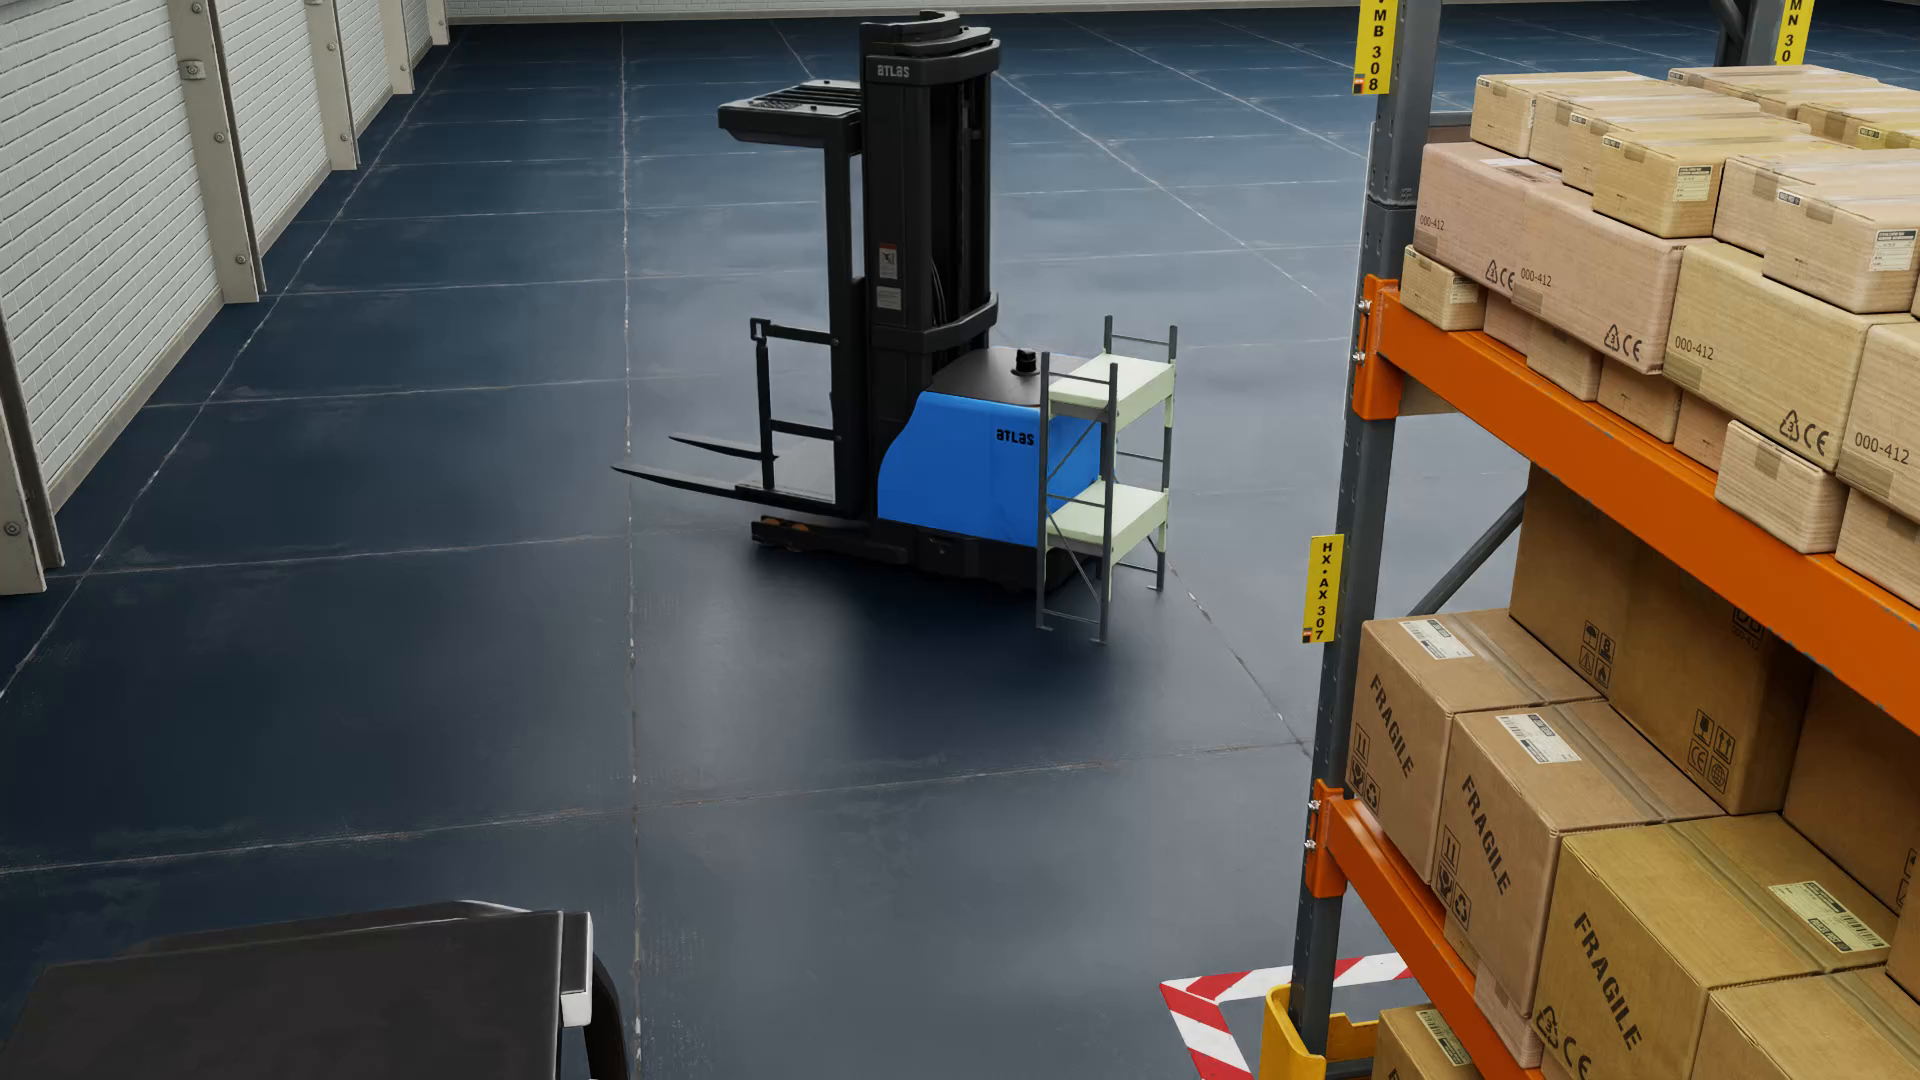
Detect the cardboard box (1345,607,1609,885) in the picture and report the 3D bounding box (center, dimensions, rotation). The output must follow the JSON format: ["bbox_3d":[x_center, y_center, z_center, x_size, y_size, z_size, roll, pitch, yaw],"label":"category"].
[{"bbox_3d":[1.356,0.518,4.319,0.500,0.500,0.500,-5,24,-11],"label":"cardboard box"}]

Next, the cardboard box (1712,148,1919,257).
[{"bbox_3d":[1.568,-0.581,2.902,0.380,0.149,0.250,-4,24,-10],"label":"cardboard box"}]

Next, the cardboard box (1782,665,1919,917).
[{"bbox_3d":[2.132,0.431,3.270,0.700,0.500,0.500,-5,24,-10],"label":"cardboard box"}]

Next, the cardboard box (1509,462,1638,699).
[{"bbox_3d":[1.850,0.038,4.169,0.700,0.500,0.500,-5,24,-11],"label":"cardboard box"}]

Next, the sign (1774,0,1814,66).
[{"bbox_3d":[2.090,-1.320,4.171,0.100,0.325,0.005,-4,24,-10],"label":"sign"}]

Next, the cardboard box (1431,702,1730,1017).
[{"bbox_3d":[1.455,0.722,3.853,0.500,0.500,0.500,-4,24,-8],"label":"cardboard box"}]

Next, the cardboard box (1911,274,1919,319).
[{"bbox_3d":[1.657,-0.376,2.432,0.380,0.149,0.250,-4,24,-9],"label":"cardboard box"}]

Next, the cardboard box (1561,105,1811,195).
[{"bbox_3d":[1.454,-0.776,3.348,0.380,0.149,0.250,-4,24,-10],"label":"cardboard box"}]

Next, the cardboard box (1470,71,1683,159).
[{"bbox_3d":[1.407,-0.976,3.808,0.380,0.149,0.250,-4,24,-10],"label":"cardboard box"}]

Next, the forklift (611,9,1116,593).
[{"bbox_3d":[-0.644,-1.446,9.398,3.031,2.935,1.130,11,26,23],"label":"forklift"}]

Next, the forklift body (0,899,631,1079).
[{"bbox_3d":[-1.193,1.862,2.799,2.313,2.155,1.214,-4,24,-10],"label":"forklift body"}]

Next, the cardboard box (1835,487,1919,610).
[{"bbox_3d":[1.615,-0.003,2.575,0.380,0.149,0.250,-5,24,-11],"label":"cardboard box"}]

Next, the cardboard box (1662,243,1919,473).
[{"bbox_3d":[1.576,-0.331,2.828,0.500,0.250,0.500,-4,24,-8],"label":"cardboard box"}]

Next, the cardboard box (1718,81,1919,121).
[{"bbox_3d":[1.904,-0.916,3.669,0.380,0.149,0.250,-4,24,-9],"label":"cardboard box"}]

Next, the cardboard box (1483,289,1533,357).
[{"bbox_3d":[1.420,-0.515,3.747,0.380,0.149,0.250,-5,24,-11],"label":"cardboard box"}]

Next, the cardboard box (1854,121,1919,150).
[{"bbox_3d":[1.965,-0.713,3.205,0.380,0.149,0.250,-4,24,-9],"label":"cardboard box"}]

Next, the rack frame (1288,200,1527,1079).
[{"bbox_3d":[1.541,0.494,4.872,1.000,3.000,0.127,-4,24,-10],"label":"rack frame"}]

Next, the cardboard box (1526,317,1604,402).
[{"bbox_3d":[1.435,-0.408,3.503,0.380,0.149,0.250,-4,24,-8],"label":"cardboard box"}]

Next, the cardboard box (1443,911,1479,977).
[{"bbox_3d":[1.431,0.966,4.104,0.380,0.149,0.250,-5,24,-11],"label":"cardboard box"}]

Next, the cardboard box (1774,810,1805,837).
[{"bbox_3d":[2.001,0.702,3.899,0.500,0.500,0.500,-4,24,-10],"label":"cardboard box"}]

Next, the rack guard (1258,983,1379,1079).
[{"bbox_3d":[1.555,1.669,5.304,1.175,0.500,0.348,-4,24,-10],"label":"rack guard"}]

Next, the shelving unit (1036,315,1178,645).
[{"bbox_3d":[0.756,-0.320,8.610,0.431,1.500,0.755,13,27,27],"label":"shelving unit"}]

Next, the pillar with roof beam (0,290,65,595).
[{"bbox_3d":[-0.972,-4.225,8.180,9.100,9.000,0.400,-4,24,-10],"label":"pillar with roof beam"}]

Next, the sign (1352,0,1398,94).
[{"bbox_3d":[1.008,-1.241,4.005,0.100,0.325,0.005,-4,24,-10],"label":"sign"}]

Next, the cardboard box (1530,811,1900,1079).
[{"bbox_3d":[1.551,0.922,3.394,0.500,0.500,0.500,-5,24,-11],"label":"cardboard box"}]

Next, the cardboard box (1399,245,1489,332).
[{"bbox_3d":[1.284,-0.611,3.968,0.380,0.149,0.250,-4,24,-10],"label":"cardboard box"}]

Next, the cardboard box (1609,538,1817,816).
[{"bbox_3d":[1.937,0.238,3.712,0.700,0.500,0.500,-4,24,-9],"label":"cardboard box"}]

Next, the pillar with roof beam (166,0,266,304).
[{"bbox_3d":[-2.081,-6.585,13.584,9.100,9.000,0.400,-4,24,-10],"label":"pillar with roof beam"}]

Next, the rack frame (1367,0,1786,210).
[{"bbox_3d":[1.541,-2.256,3.671,1.000,3.000,0.127,-4,24,-10],"label":"rack frame"}]

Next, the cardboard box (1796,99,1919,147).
[{"bbox_3d":[1.969,-0.817,3.442,0.380,0.149,0.250,-5,24,-10],"label":"cardboard box"}]

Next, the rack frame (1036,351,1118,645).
[{"bbox_3d":[0.576,-0.193,8.318,0.400,1.500,0.023,13,27,27],"label":"rack frame"}]

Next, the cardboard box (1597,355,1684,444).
[{"bbox_3d":[1.505,-0.312,3.284,0.380,0.149,0.250,-4,24,-10],"label":"cardboard box"}]

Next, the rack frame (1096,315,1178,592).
[{"bbox_3d":[0.936,-0.448,8.902,0.400,1.500,0.023,13,27,27],"label":"rack frame"}]

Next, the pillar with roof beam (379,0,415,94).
[{"bbox_3d":[-4.300,-11.305,24.391,9.100,9.000,0.400,-4,24,-10],"label":"pillar with roof beam"}]

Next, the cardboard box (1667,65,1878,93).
[{"bbox_3d":[1.894,-1.020,3.908,0.380,0.149,0.250,-4,24,-9],"label":"cardboard box"}]

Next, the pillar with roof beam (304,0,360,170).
[{"bbox_3d":[-3.191,-8.945,18.988,9.100,9.000,0.400,-4,24,-10],"label":"pillar with roof beam"}]

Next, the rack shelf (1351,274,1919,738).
[{"bbox_3d":[1.911,0.235,2.614,1.077,0.370,4.000,-4,24,-10],"label":"rack shelf"}]

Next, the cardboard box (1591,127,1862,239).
[{"bbox_3d":[1.428,-0.671,3.109,0.380,0.149,0.250,-4,24,-10],"label":"cardboard box"}]

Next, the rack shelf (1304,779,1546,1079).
[{"bbox_3d":[1.911,1.610,3.215,1.077,0.370,4.000,-4,24,-10],"label":"rack shelf"}]

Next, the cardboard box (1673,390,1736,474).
[{"bbox_3d":[1.558,-0.208,3.045,0.380,0.149,0.250,-5,24,-11],"label":"cardboard box"}]

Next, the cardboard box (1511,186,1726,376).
[{"bbox_3d":[1.456,-0.532,3.289,0.500,0.250,0.500,-5,24,-11],"label":"cardboard box"}]

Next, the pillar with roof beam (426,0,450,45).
[{"bbox_3d":[-5.410,-13.665,29.795,9.100,9.000,0.400,-4,24,-10],"label":"pillar with roof beam"}]

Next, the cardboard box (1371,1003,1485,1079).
[{"bbox_3d":[1.424,1.565,4.394,0.500,0.500,0.500,-5,24,-12],"label":"cardboard box"}]

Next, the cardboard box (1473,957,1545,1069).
[{"bbox_3d":[1.432,1.069,3.867,0.380,0.149,0.250,-4,24,-9],"label":"cardboard box"}]

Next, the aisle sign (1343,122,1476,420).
[{"bbox_3d":[1.225,-0.699,4.355,0.394,0.787,0.004,-4,24,-10],"label":"aisle sign"}]

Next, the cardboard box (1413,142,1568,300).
[{"bbox_3d":[1.372,-0.731,3.744,0.500,0.250,0.500,-5,24,-11],"label":"cardboard box"}]

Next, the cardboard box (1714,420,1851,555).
[{"bbox_3d":[1.526,-0.103,2.805,0.380,0.149,0.250,-4,24,-9],"label":"cardboard box"}]

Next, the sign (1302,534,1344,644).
[{"bbox_3d":[1.008,0.137,4.607,0.100,0.325,0.005,-4,24,-10],"label":"sign"}]

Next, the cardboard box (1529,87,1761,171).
[{"bbox_3d":[1.469,-0.878,3.583,0.380,0.149,0.250,-4,24,-10],"label":"cardboard box"}]

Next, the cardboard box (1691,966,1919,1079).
[{"bbox_3d":[1.653,1.122,2.938,0.500,0.500,0.500,-5,24,-11],"label":"cardboard box"}]

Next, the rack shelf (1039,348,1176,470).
[{"bbox_3d":[0.756,-0.678,8.454,0.431,0.370,0.720,13,27,27],"label":"rack shelf"}]

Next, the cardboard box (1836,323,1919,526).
[{"bbox_3d":[1.651,-0.128,2.363,0.500,0.250,0.500,-4,24,-9],"label":"cardboard box"}]

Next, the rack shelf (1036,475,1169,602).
[{"bbox_3d":[0.756,-0.022,8.740,0.431,0.370,0.720,13,27,27],"label":"rack shelf"}]

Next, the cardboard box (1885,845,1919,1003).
[{"bbox_3d":[2.088,0.637,2.798,0.700,0.500,0.500,-4,24,-10],"label":"cardboard box"}]

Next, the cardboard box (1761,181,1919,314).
[{"bbox_3d":[1.536,-0.472,2.653,0.380,0.149,0.250,-4,24,-8],"label":"cardboard box"}]

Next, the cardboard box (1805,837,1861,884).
[{"bbox_3d":[2.090,0.899,3.447,0.500,0.500,0.500,-4,24,-10],"label":"cardboard box"}]

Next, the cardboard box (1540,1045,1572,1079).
[{"bbox_3d":[1.513,1.169,3.640,0.380,0.149,0.250,-4,24,-8],"label":"cardboard box"}]
